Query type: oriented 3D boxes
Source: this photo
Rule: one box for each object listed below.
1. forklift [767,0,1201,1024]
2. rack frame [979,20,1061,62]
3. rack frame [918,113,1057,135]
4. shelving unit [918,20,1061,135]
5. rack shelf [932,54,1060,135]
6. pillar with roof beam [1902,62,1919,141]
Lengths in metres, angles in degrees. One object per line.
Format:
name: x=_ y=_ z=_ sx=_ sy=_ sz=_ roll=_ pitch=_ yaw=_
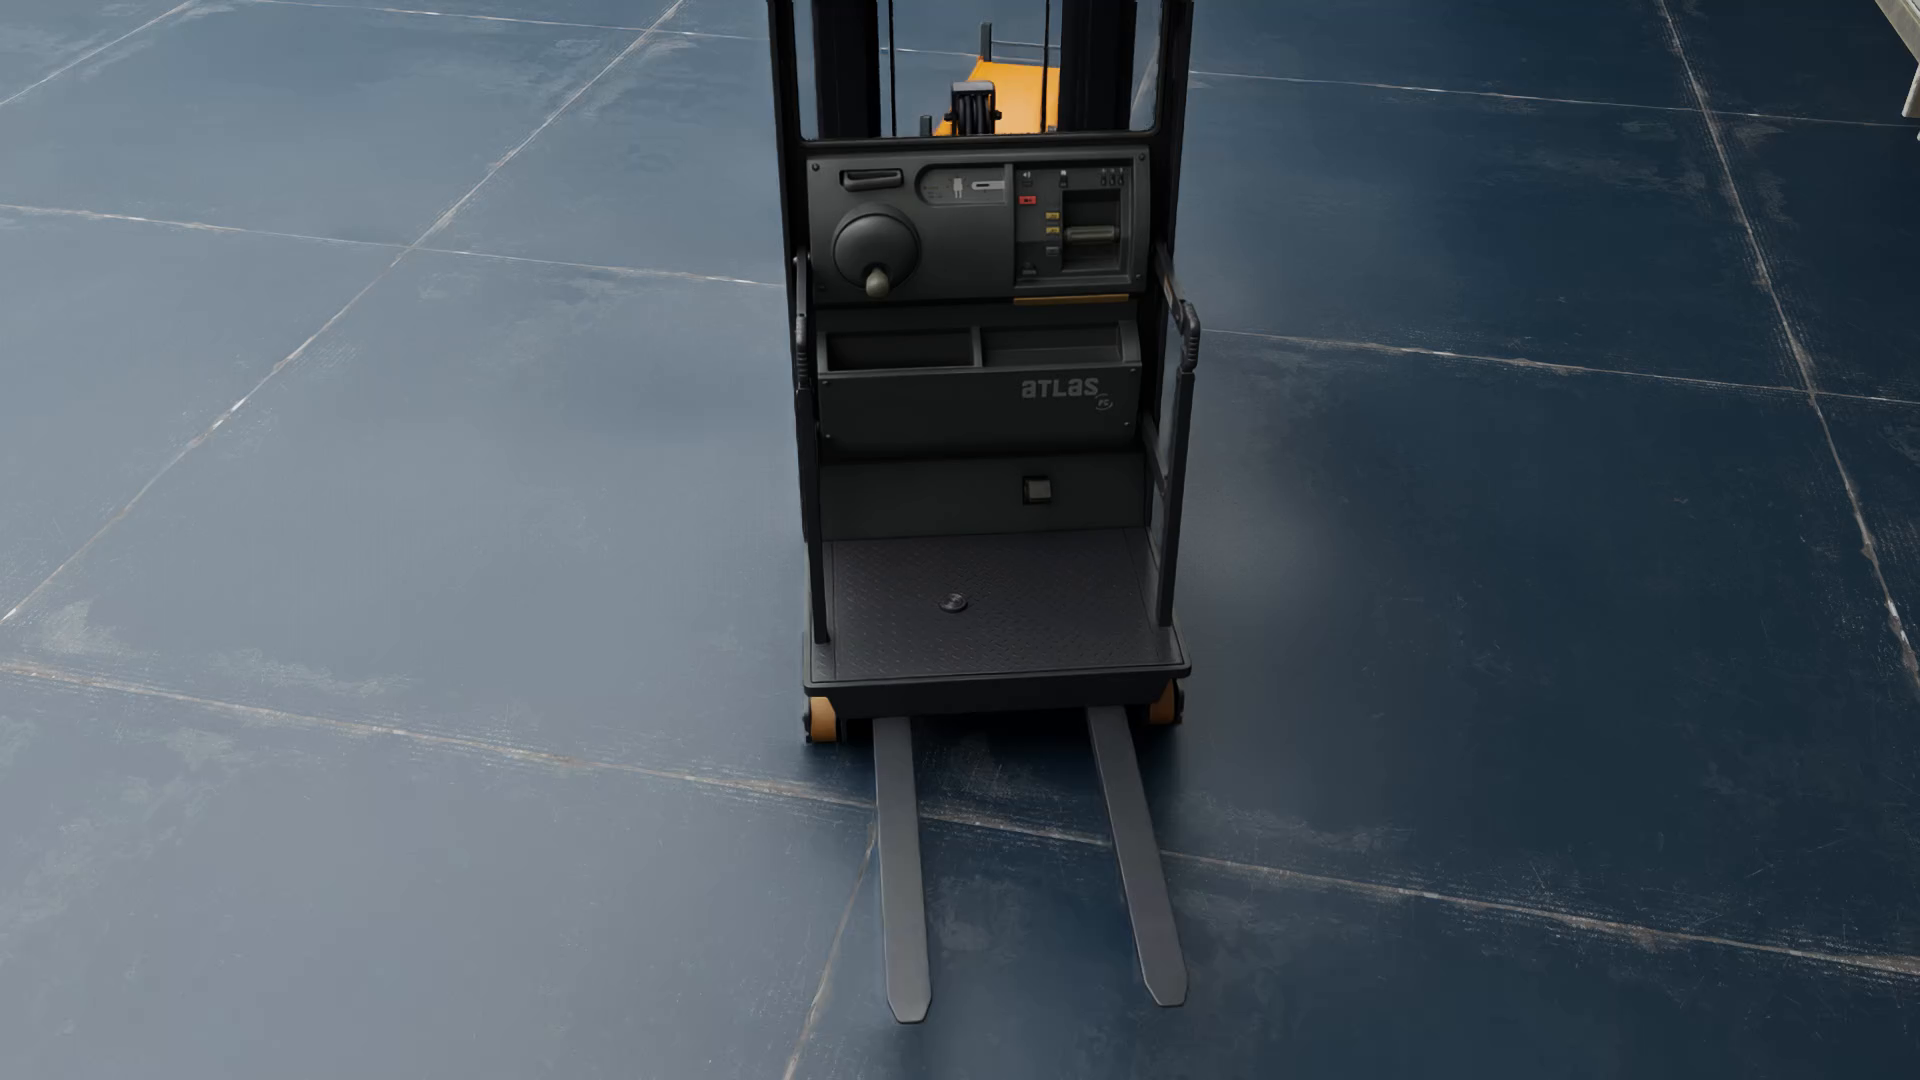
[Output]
forklift: x=0.073 y=-0.794 z=4.347 sx=1.130 sy=2.935 sz=3.031 roll=-3 pitch=36 yaw=-4
rack frame: x=0.326 y=-1.609 z=7.012 sx=0.500 sy=1.125 sz=0.032 roll=8 pitch=37 yaw=11
rack frame: x=0.096 y=-1.028 z=6.210 sx=0.500 sy=1.125 sz=0.032 roll=8 pitch=37 yaw=11
shelving unit: x=0.211 y=-1.319 z=6.611 sx=0.538 sy=1.125 sz=1.048 roll=8 pitch=37 yaw=11
rack shelf: x=0.211 y=-1.556 z=6.439 sx=0.538 sy=0.278 sz=1.000 roll=8 pitch=37 yaw=11
pillar with roof beam: x=0.947 y=-6.339 z=6.828 sx=9.100 sy=9.000 sz=0.400 roll=7 pitch=37 yaw=10
